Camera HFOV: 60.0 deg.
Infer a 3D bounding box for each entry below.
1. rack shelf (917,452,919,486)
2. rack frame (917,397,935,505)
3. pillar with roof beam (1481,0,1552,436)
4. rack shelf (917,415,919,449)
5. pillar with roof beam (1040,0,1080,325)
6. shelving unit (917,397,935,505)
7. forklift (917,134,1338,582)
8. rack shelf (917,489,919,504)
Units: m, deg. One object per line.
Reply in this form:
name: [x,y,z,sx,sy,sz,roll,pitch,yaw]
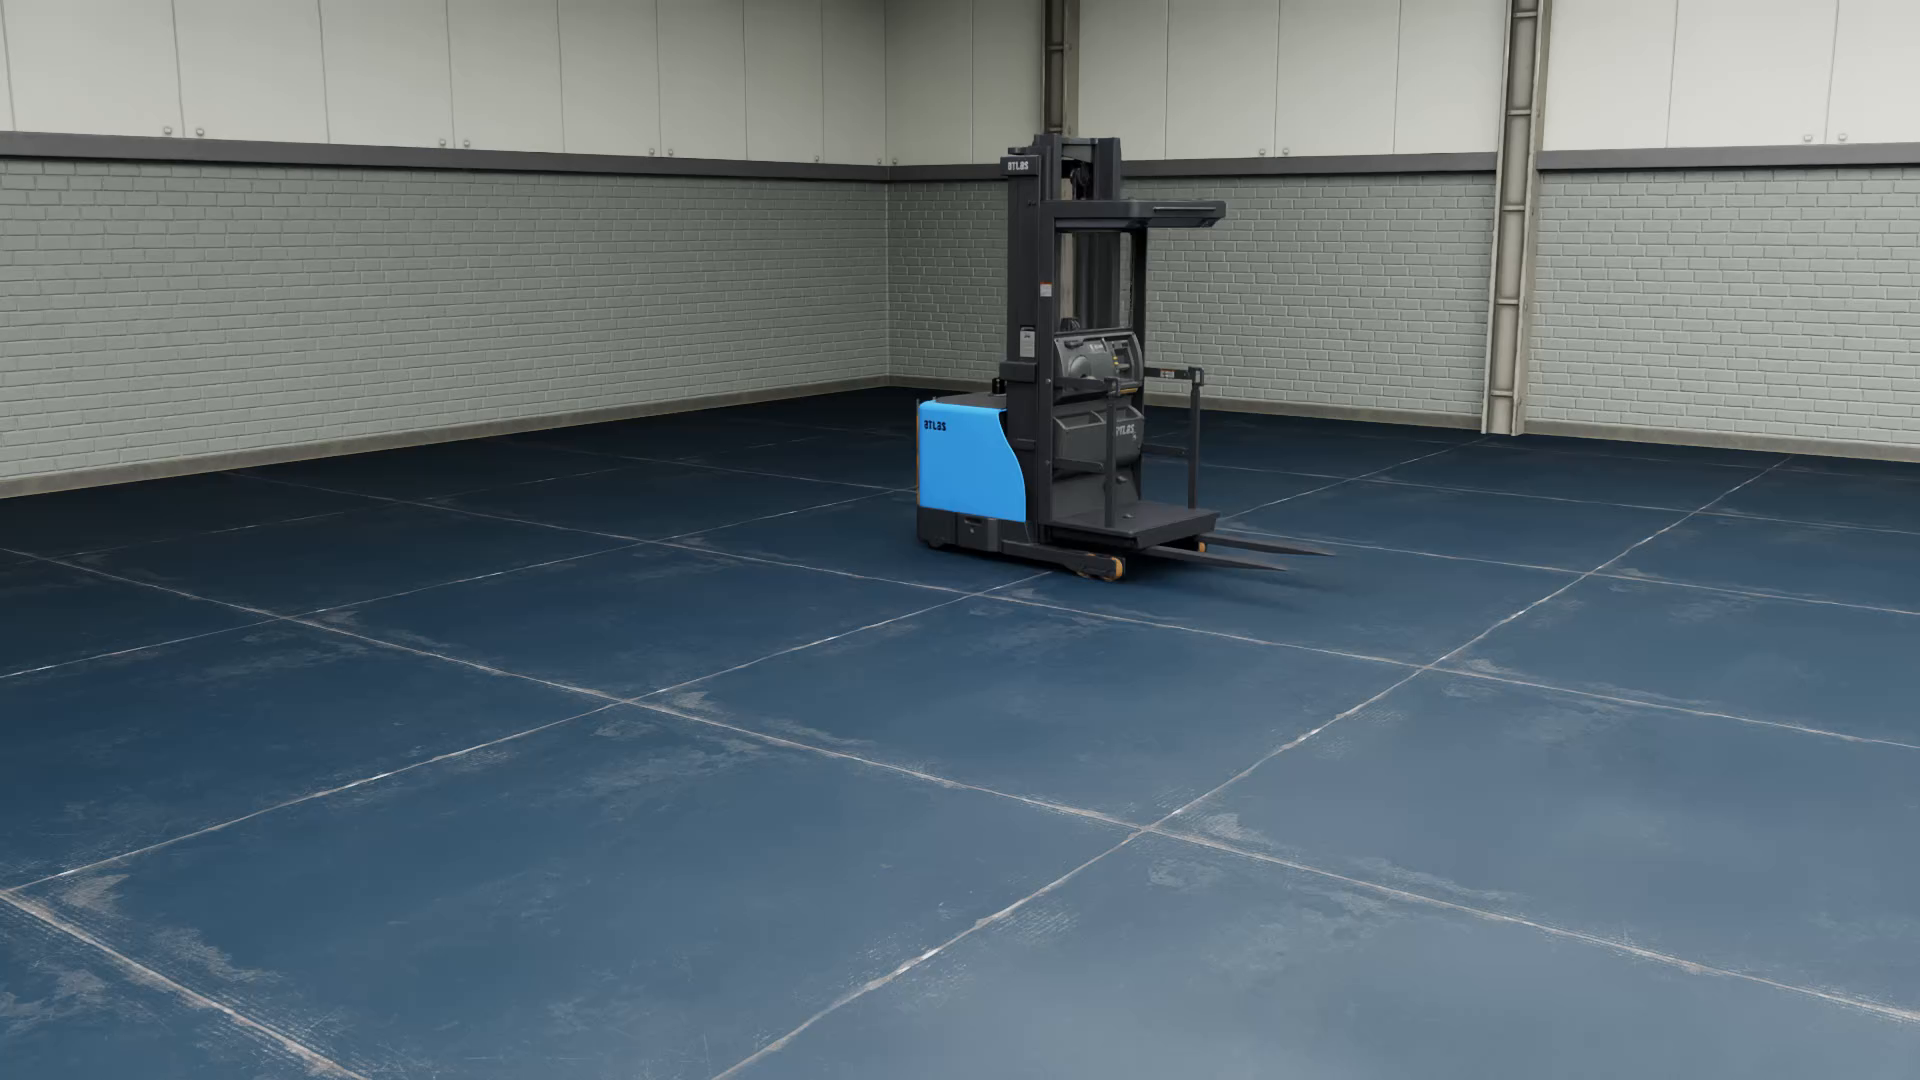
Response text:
rack shelf: [-0.164,-0.535,12.586,0.240,0.259,0.215,9,14,40]
rack frame: [-0.256,-0.561,12.663,0.008,1.050,0.200,9,14,40]
pillar with roof beam: [3.576,-4.966,14.509,0.400,9.000,9.100,8,13,36]
rack shelf: [-0.164,-0.813,12.532,0.240,0.259,0.215,9,14,40]
pillar with roof beam: [-1.260,-5.641,17.996,0.400,9.000,9.100,8,13,36]
shelving unit: [-0.164,-0.545,12.584,0.252,1.050,0.215,9,14,40]
forklift: [1.124,-1.273,11.393,3.031,2.935,1.130,9,14,40]
rack shelf: [-0.164,-0.262,12.639,0.240,0.259,0.215,9,14,40]
